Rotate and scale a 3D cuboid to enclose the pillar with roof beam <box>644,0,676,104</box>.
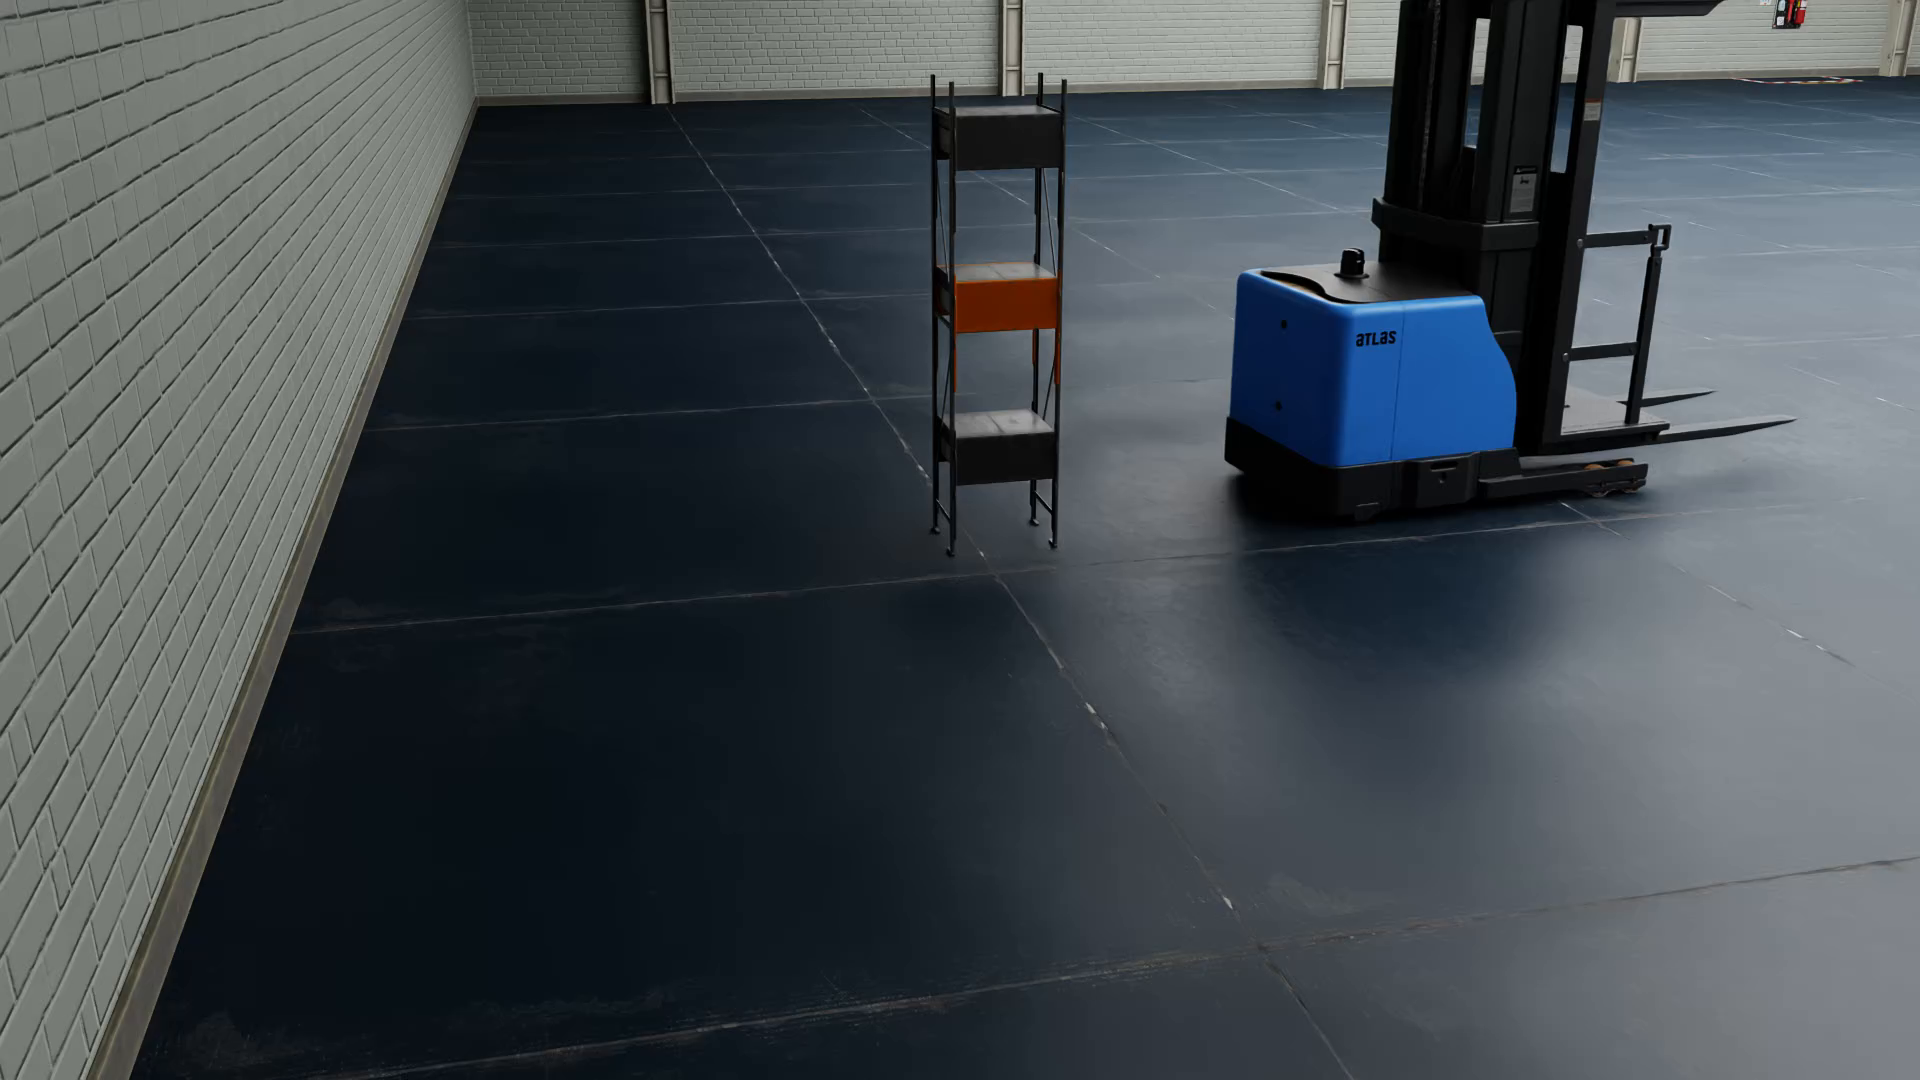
[{"bbox_3d":[-3.955,-10.063,22.202,0.400,9.000,9.100,-5,21,-12],"label":"pillar with roof beam"}]

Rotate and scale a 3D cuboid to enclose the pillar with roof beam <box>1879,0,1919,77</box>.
[{"bbox_3d":[19.401,-11.962,27.388,0.400,9.000,9.100,-5,21,-12],"label":"pillar with roof beam"}]

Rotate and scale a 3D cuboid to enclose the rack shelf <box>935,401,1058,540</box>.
[{"bbox_3d":[0.161,-0.329,7.735,0.480,0.518,0.431,-5,21,-12],"label":"rack shelf"}]

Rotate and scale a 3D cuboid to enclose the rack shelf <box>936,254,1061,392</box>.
[{"bbox_3d":[0.161,-0.986,7.494,0.480,0.518,0.431,-5,21,-12],"label":"rack shelf"}]

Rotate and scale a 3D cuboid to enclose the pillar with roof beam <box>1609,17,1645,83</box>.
[{"bbox_3d":[13.562,-11.488,26.092,0.400,9.000,9.100,-5,21,-12],"label":"pillar with roof beam"}]

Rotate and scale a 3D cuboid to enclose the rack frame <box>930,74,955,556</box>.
[{"bbox_3d":[-0.076,-0.980,7.436,0.015,2.100,0.400,-5,21,-12],"label":"rack frame"}]

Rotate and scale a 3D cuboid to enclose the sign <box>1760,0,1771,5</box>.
[{"bbox_3d":[15.435,-10.411,31.823,0.234,0.329,0.001,-5,21,-12],"label":"sign"}]

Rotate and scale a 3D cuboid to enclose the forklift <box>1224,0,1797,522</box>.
[{"bbox_3d":[2.966,-1.755,8.344,3.031,2.935,1.130,-7,21,-18],"label":"forklift"}]

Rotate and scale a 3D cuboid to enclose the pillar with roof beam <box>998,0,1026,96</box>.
[{"bbox_3d":[1.884,-10.538,23.499,0.400,9.000,9.100,-5,21,-12],"label":"pillar with roof beam"}]

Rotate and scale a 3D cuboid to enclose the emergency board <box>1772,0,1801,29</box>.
[{"bbox_3d":[15.984,-10.409,31.870,0.626,1.169,0.157,-5,21,-12],"label":"emergency board"}]

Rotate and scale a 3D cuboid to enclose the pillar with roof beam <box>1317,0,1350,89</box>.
[{"bbox_3d":[7.723,-11.013,24.795,0.400,9.000,9.100,-5,21,-12],"label":"pillar with roof beam"}]

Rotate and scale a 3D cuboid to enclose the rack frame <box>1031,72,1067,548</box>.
[{"bbox_3d":[0.399,-1.018,7.542,0.015,2.100,0.400,-5,21,-12],"label":"rack frame"}]

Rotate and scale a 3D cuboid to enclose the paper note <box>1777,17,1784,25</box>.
[{"bbox_3d":[15.808,-9.999,32.031,0.142,0.148,0.016,-5,21,-12],"label":"paper note"}]

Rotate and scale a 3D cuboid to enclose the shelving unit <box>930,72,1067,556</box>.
[{"bbox_3d":[0.161,-0.999,7.489,0.503,2.100,0.431,-5,21,-12],"label":"shelving unit"}]

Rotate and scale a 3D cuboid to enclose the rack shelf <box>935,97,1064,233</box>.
[{"bbox_3d":[0.161,-1.644,7.253,0.480,0.518,0.431,-5,21,-12],"label":"rack shelf"}]
